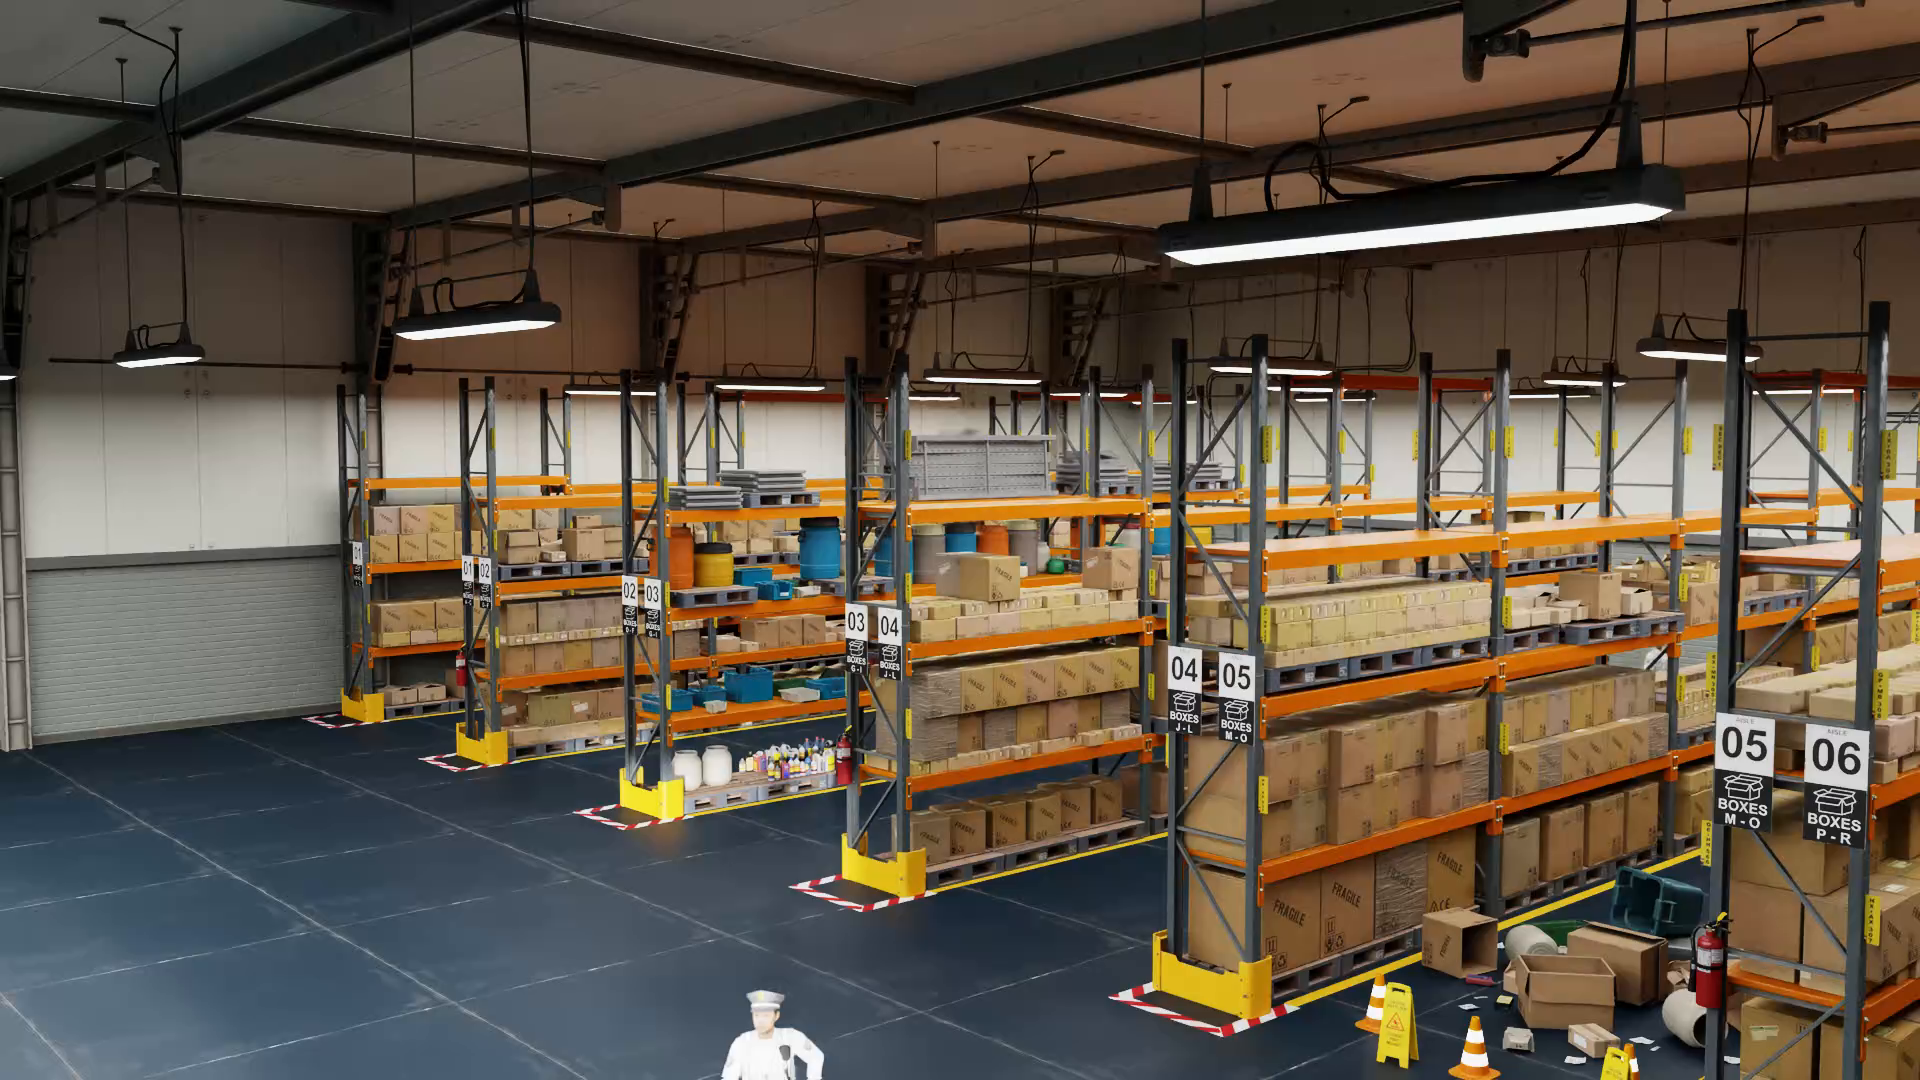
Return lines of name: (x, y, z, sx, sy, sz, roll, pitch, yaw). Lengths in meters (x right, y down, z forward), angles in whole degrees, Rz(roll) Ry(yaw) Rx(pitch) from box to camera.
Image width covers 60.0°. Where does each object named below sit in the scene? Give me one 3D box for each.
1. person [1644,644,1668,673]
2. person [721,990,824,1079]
person: (12.256, 2.453, 29.048, 0.640, 1.657, 0.611, -1, 4, -10)
person: (-1.189, 3.651, 10.418, 0.616, 1.712, 0.683, 0, 4, 4)
